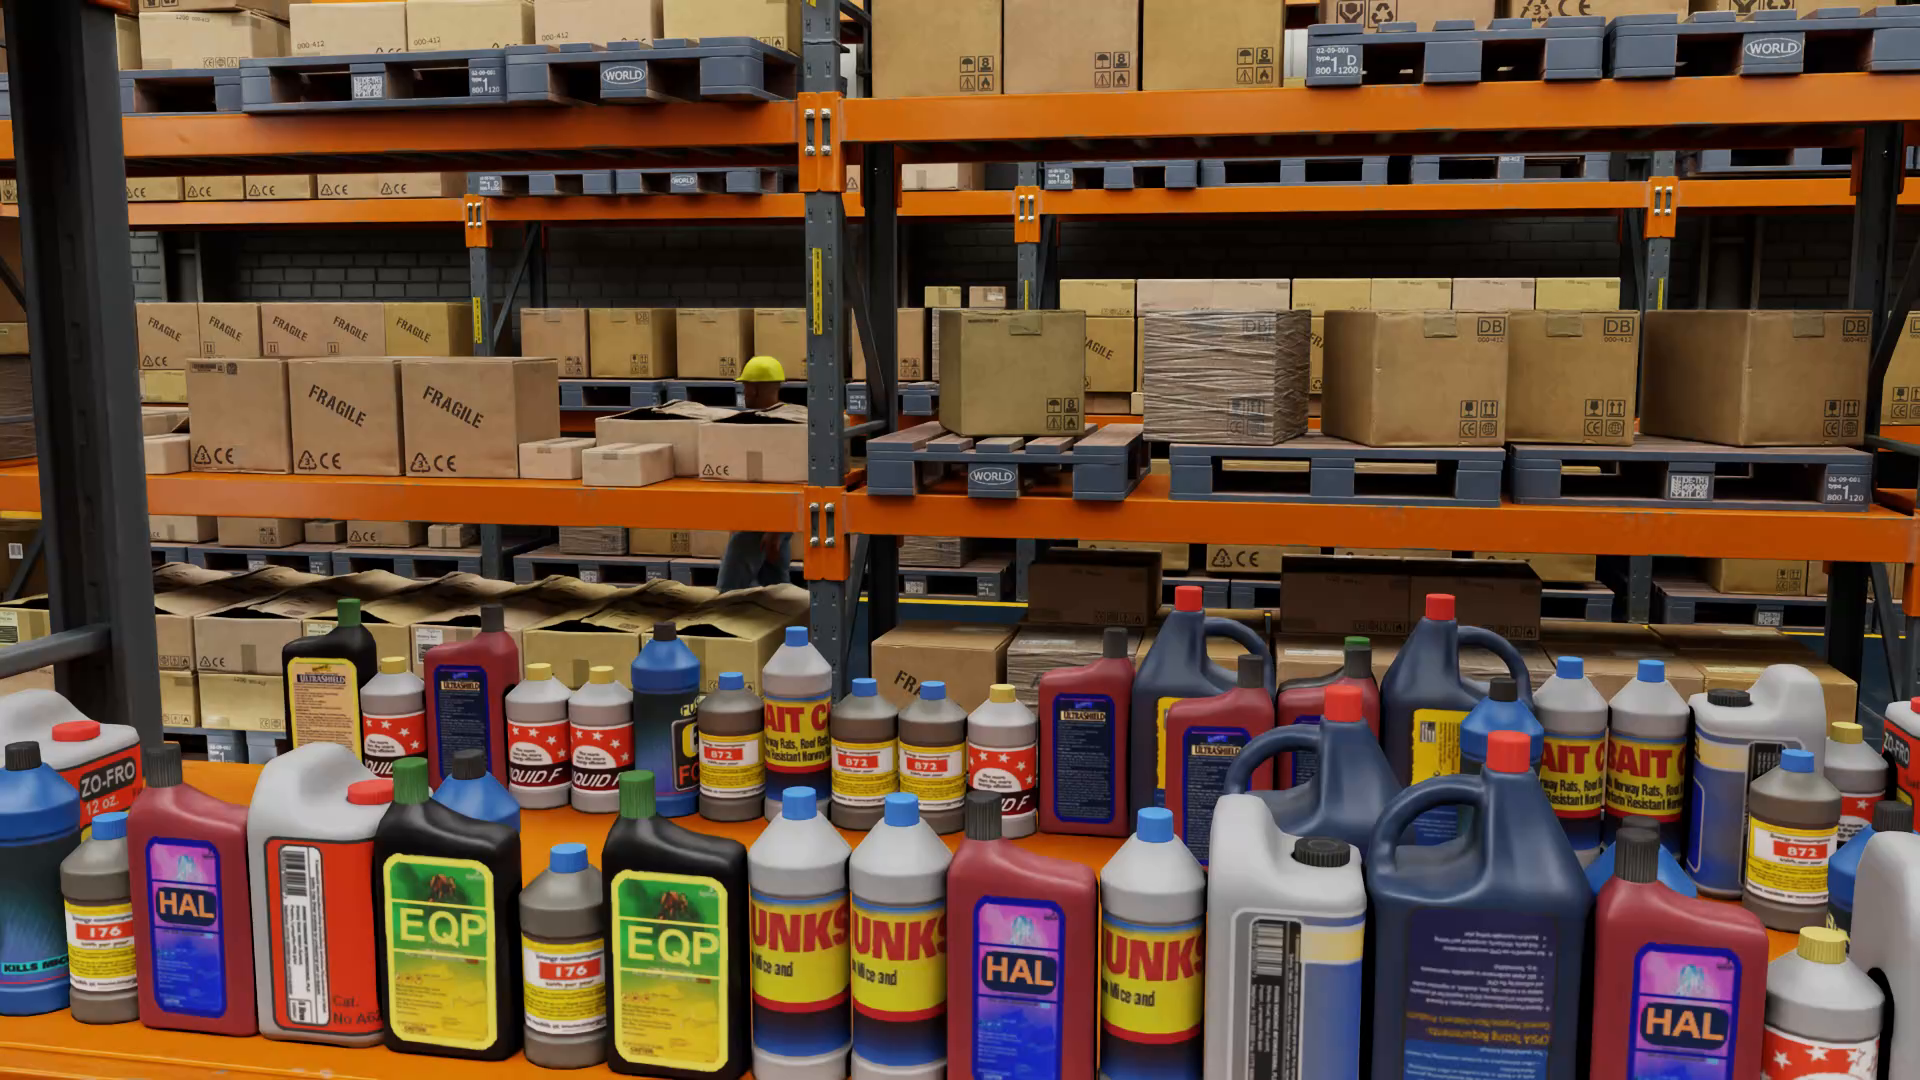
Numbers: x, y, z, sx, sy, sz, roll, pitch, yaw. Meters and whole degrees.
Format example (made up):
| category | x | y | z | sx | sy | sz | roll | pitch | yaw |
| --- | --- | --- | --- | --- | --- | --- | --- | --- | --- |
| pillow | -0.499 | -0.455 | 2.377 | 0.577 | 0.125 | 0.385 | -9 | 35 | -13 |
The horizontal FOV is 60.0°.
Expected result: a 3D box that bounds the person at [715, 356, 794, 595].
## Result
| category | x | y | z | sx | sy | sz | roll | pitch | yaw |
| --- | --- | --- | --- | --- | --- | --- | --- | --- | --- |
| person | -1.148 | -0.093 | 8.831 | 0.793 | 1.753 | 0.624 | 1 | 8 | 6 |
